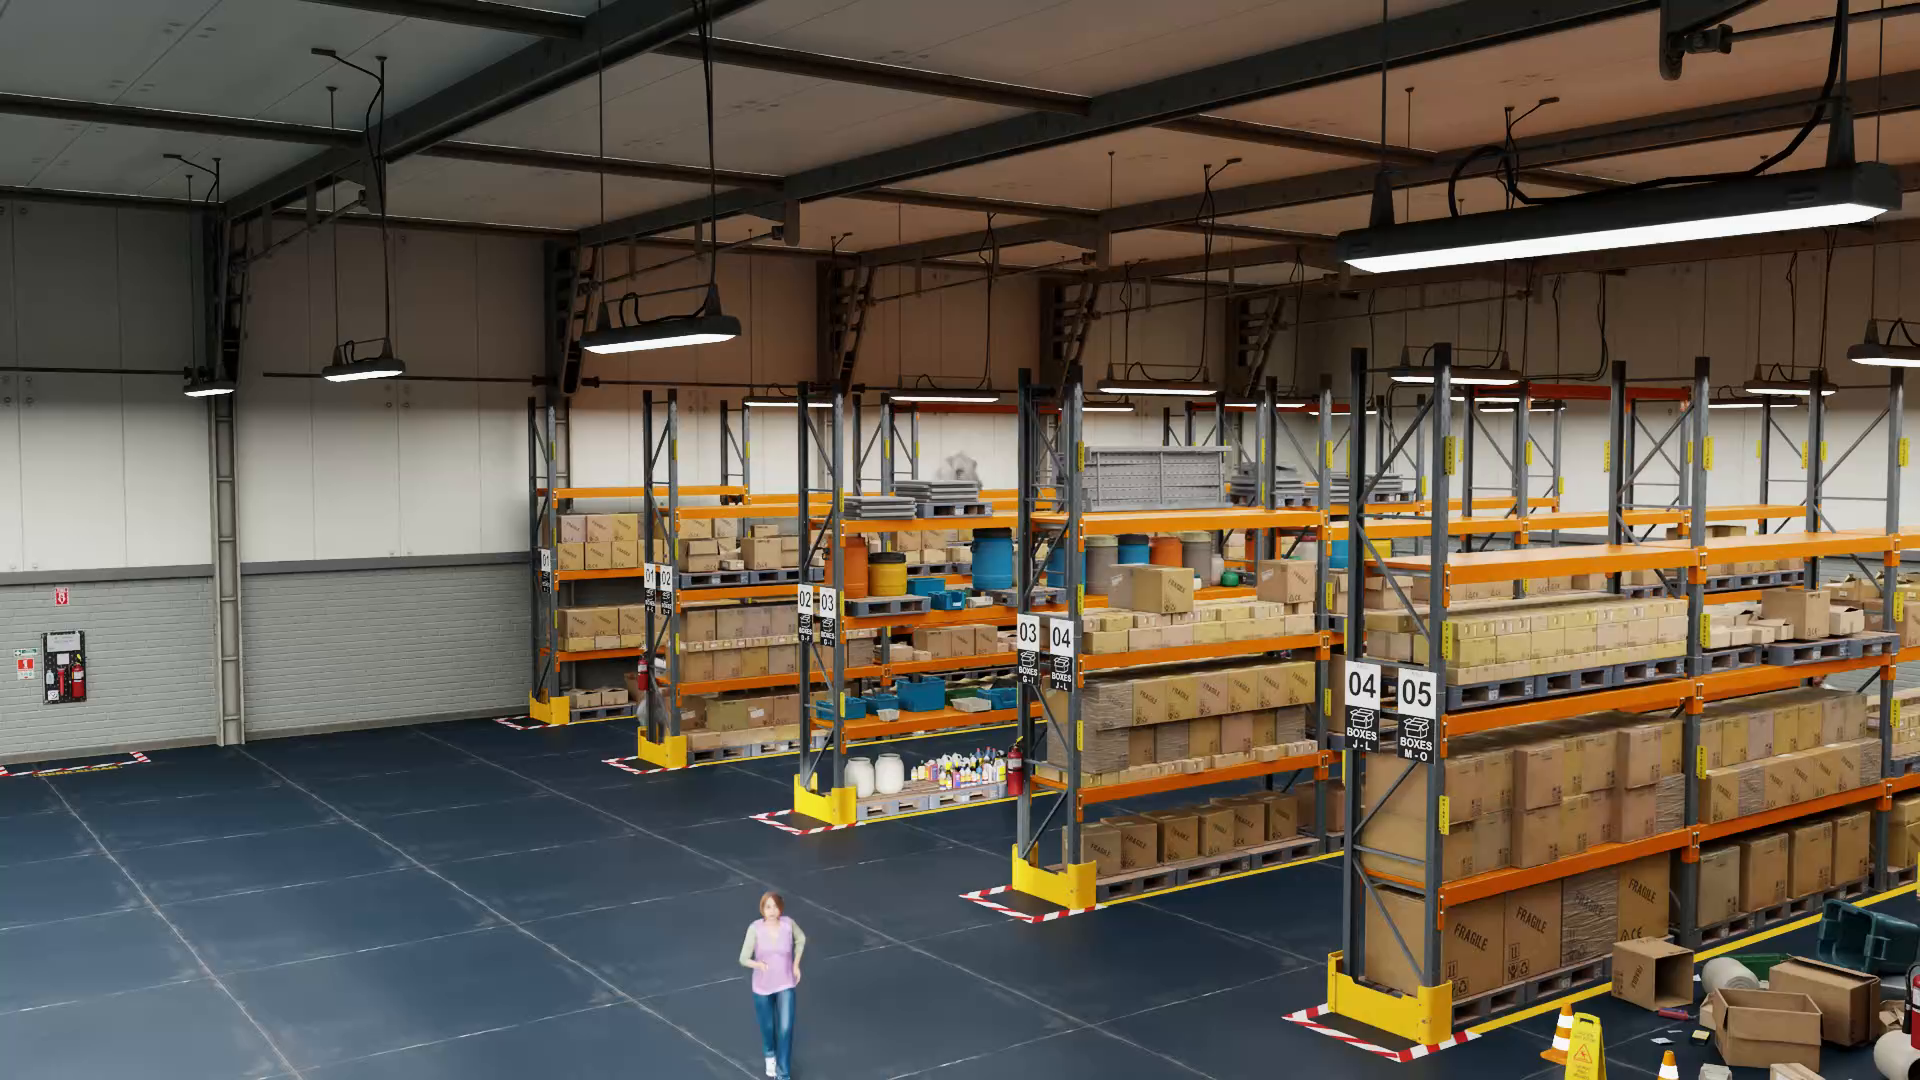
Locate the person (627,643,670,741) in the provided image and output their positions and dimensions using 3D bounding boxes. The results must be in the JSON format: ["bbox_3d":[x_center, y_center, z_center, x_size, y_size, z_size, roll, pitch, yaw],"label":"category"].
[{"bbox_3d":[-5.230,2.630,28.253,0.808,1.793,0.721,-2,4,-35],"label":"person"}]

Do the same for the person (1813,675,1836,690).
[{"bbox_3d":[13.101,2.789,25.455,0.571,1.734,0.664,-2,4,-35],"label":"person"}]

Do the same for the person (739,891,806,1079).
[{"bbox_3d":[-1.483,3.582,13.188,0.522,1.645,0.751,0,3,-6],"label":"person"}]
